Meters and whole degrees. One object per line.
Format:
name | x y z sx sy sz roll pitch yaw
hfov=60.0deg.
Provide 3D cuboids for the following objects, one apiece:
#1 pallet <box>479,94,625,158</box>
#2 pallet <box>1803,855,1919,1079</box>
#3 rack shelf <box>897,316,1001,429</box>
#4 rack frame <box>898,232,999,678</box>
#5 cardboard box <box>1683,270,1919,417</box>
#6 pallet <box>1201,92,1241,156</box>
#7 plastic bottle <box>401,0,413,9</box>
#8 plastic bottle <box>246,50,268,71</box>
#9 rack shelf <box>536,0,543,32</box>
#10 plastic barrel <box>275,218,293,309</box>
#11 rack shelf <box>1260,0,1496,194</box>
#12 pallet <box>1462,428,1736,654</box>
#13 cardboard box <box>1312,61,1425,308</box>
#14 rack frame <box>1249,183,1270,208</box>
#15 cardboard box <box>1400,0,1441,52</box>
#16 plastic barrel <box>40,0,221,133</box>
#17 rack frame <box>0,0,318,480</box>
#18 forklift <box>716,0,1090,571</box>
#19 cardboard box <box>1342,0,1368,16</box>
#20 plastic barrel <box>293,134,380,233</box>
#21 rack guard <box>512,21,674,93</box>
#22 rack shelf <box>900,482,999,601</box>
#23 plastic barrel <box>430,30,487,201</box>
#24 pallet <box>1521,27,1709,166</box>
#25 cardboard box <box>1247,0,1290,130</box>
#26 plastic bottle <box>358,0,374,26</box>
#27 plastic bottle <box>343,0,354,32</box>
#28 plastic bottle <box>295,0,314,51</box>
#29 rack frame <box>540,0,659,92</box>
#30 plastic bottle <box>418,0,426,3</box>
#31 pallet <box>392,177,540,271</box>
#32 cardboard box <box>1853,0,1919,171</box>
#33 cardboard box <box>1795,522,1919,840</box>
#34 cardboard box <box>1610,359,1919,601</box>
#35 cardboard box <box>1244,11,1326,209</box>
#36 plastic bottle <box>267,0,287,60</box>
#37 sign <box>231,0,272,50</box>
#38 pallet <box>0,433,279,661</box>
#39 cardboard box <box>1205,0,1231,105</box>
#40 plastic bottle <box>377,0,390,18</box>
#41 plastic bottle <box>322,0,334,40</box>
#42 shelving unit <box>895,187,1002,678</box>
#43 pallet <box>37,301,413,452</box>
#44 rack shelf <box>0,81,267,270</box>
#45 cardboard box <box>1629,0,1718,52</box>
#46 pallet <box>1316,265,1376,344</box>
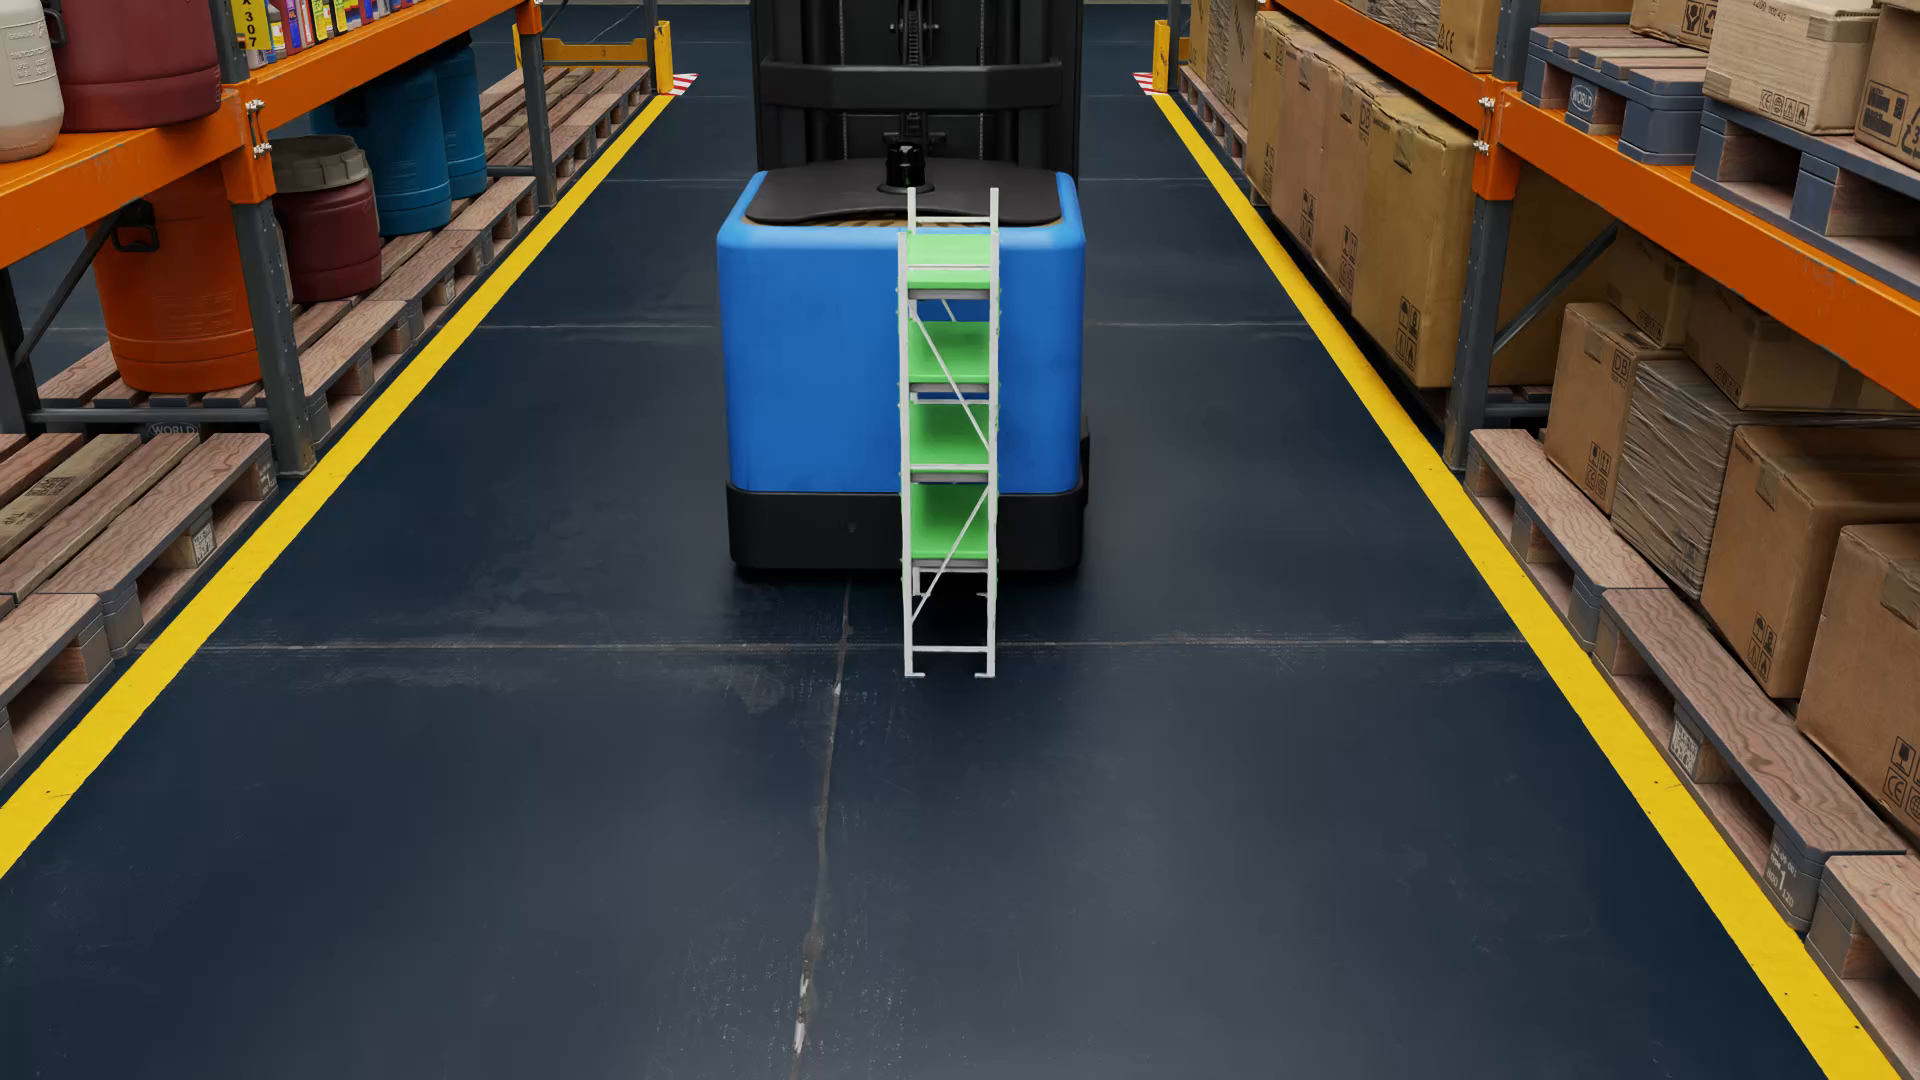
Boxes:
pallet | -2.858 -2.786 11.154 1.003 0.211 1.213 0 24 -1
pallet | 2.235 0.974 2.840 1.003 0.211 1.213 0 24 -1
rack shelf | -0.023 -0.443 4.346 0.258 0.148 0.480 0 24 1
rack frame | -0.027 -0.182 4.196 0.240 1.200 0.015 0 24 1
cardboard box | 2.254 -0.533 4.377 0.500 0.250 0.500 2 24 5
pallet | 2.211 -2.819 11.227 1.003 0.211 1.213 0 24 -1
plastic bottle | -2.406 -2.431 7.127 0.061 0.283 0.133 0 24 -1
plastic bottle | -2.433 -1.725 5.574 0.152 0.276 0.135 0 24 -1
rack shelf | -2.817 -3.746 10.766 1.077 0.370 4.000 0 24 -1
plastic barrel | -2.870 -1.093 6.537 0.421 0.512 0.421 0 24 0
rack shelf | 2.179 -2.120 7.171 1.077 0.370 4.000 0 24 -1
pallet | 2.208 -0.031 5.063 1.003 0.211 1.213 0 24 -1
cardboard box | 2.212 -1.499 6.993 1.225 0.875 0.875 0 24 0
rack frame | 2.157 -3.272 8.845 1.000 3.000 0.127 0 24 -1
cardboard box | 1.948 -2.077 6.081 0.500 0.500 0.500 0 24 -1
plastic barrel | -2.444 -1.474 4.704 0.600 0.536 0.708 0 24 -1
rack frame | -2.752 -1.602 5.151 1.000 3.000 0.127 0 24 -1
forklift | -0.137 -1.806 5.686 1.130 2.935 3.031 0 24 1
cardboard box | 1.935 -2.501 7.018 0.500 0.500 0.500 0 24 0
plastic barrel | -2.882 -1.559 7.565 0.421 0.512 0.421 0 24 0
rack guard | -2.852 -3.769 12.977 1.175 0.500 0.348 0 24 -1
rack shelf | -0.023 -0.006 4.544 0.258 0.148 0.480 0 24 1
plastic barrel | -2.807 -2.261 8.646 0.600 0.901 0.708 0 24 -1
pallet | 2.315 -1.243 4.592 1.213 0.211 1.003 0 24 -1
cardboard box | 2.230 -2.768 9.798 0.875 0.875 0.875 0 24 -1
plastic bottle | -2.400 -2.205 6.626 0.061 0.283 0.133 0 24 -1
plastic bottle | -2.416 -2.111 6.435 0.097 0.271 0.097 0 24 0
plastic bottle | -2.438 -1.916 5.996 0.152 0.276 0.135 0 24 -1
rack frame | -2.839 -4.898 12.440 1.000 3.000 0.127 0 24 -1
plastic bottle | -2.454 -2.523 7.339 0.152 0.276 0.135 0 24 -1
pallet | -2.829 -1.661 8.667 1.003 0.211 1.213 0 24 -1
cardboard box | 2.133 -0.928 3.027 0.797 0.503 0.637 2 24 5
cardboard box | 2.266 0.283 3.485 0.700 0.500 0.500 -2 24 -5
cardboard box | 2.247 -0.181 4.510 0.700 0.500 0.500 -2 24 -5
cardboard box | 2.184 -2.232 8.613 1.225 0.875 0.875 0 24 0
plastic bottle | -2.408 -1.779 5.784 0.097 0.201 0.097 0 24 0
sign | -2.202 -1.681 5.130 0.100 0.325 0.005 0 24 -1
pallet | -2.782 -0.012 5.020 1.003 0.211 1.213 0 24 -1
cardboard box | 2.210 -3.505 11.429 0.875 0.875 0.875 0 24 -1
plastic bottle | -2.448 -2.296 6.838 0.152 0.276 0.135 0 24 -1
plastic bottle | -2.414 -1.984 6.239 0.097 0.201 0.097 0 24 0
shelving unit | -0.023 -0.282 4.419 0.258 1.200 0.503 0 24 1
pallet | -2.802 -0.656 6.444 1.003 0.211 1.213 0 24 -1
rack shelf | -2.730 -0.450 3.477 1.077 0.370 4.000 0 24 -1
cardboard box | 2.247 -1.638 4.602 0.500 0.500 0.500 -3 25 -7
pallet | 2.257 -1.180 7.603 1.003 0.211 1.213 0 24 -1
